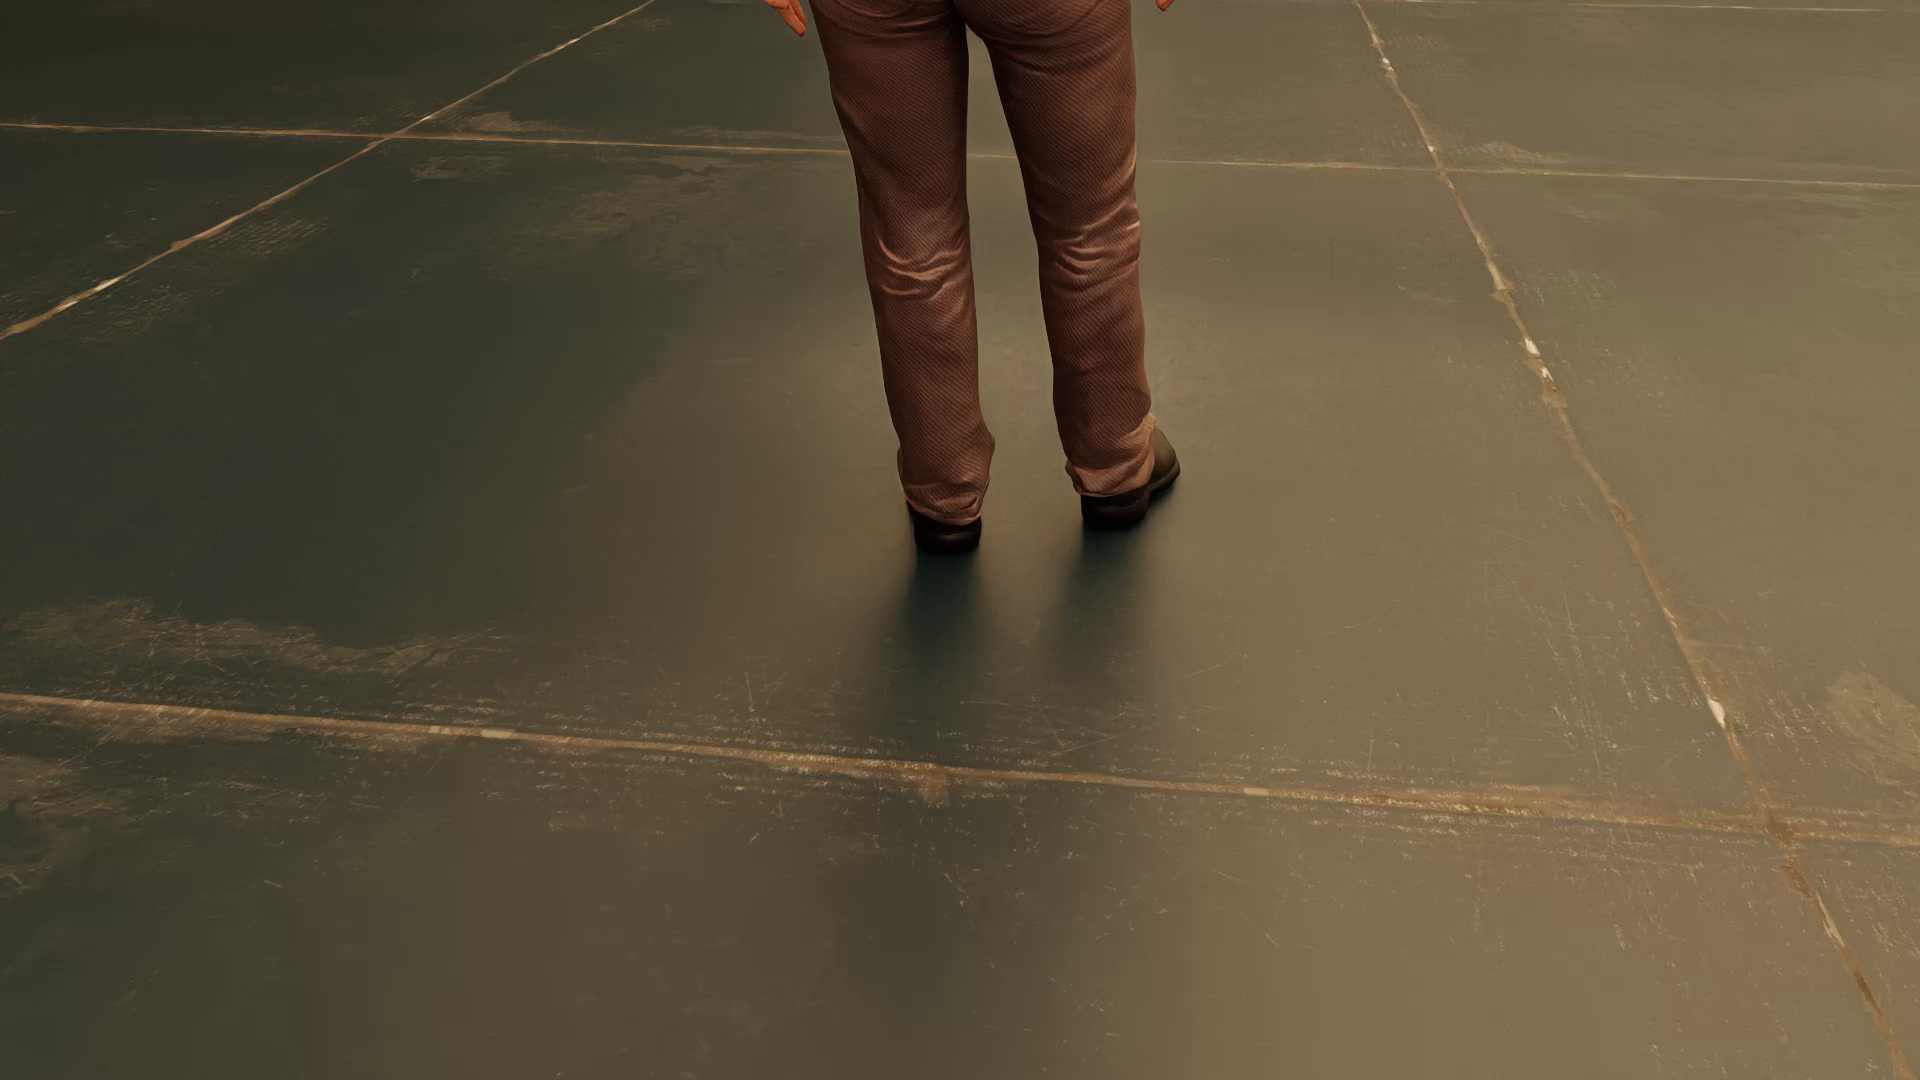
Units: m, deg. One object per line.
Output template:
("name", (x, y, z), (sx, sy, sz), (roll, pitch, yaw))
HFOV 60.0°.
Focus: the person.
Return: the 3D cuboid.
("person", (0.015, -0.804, 2.167), (0.634, 1.722, 0.566), (3, 27, 7))
